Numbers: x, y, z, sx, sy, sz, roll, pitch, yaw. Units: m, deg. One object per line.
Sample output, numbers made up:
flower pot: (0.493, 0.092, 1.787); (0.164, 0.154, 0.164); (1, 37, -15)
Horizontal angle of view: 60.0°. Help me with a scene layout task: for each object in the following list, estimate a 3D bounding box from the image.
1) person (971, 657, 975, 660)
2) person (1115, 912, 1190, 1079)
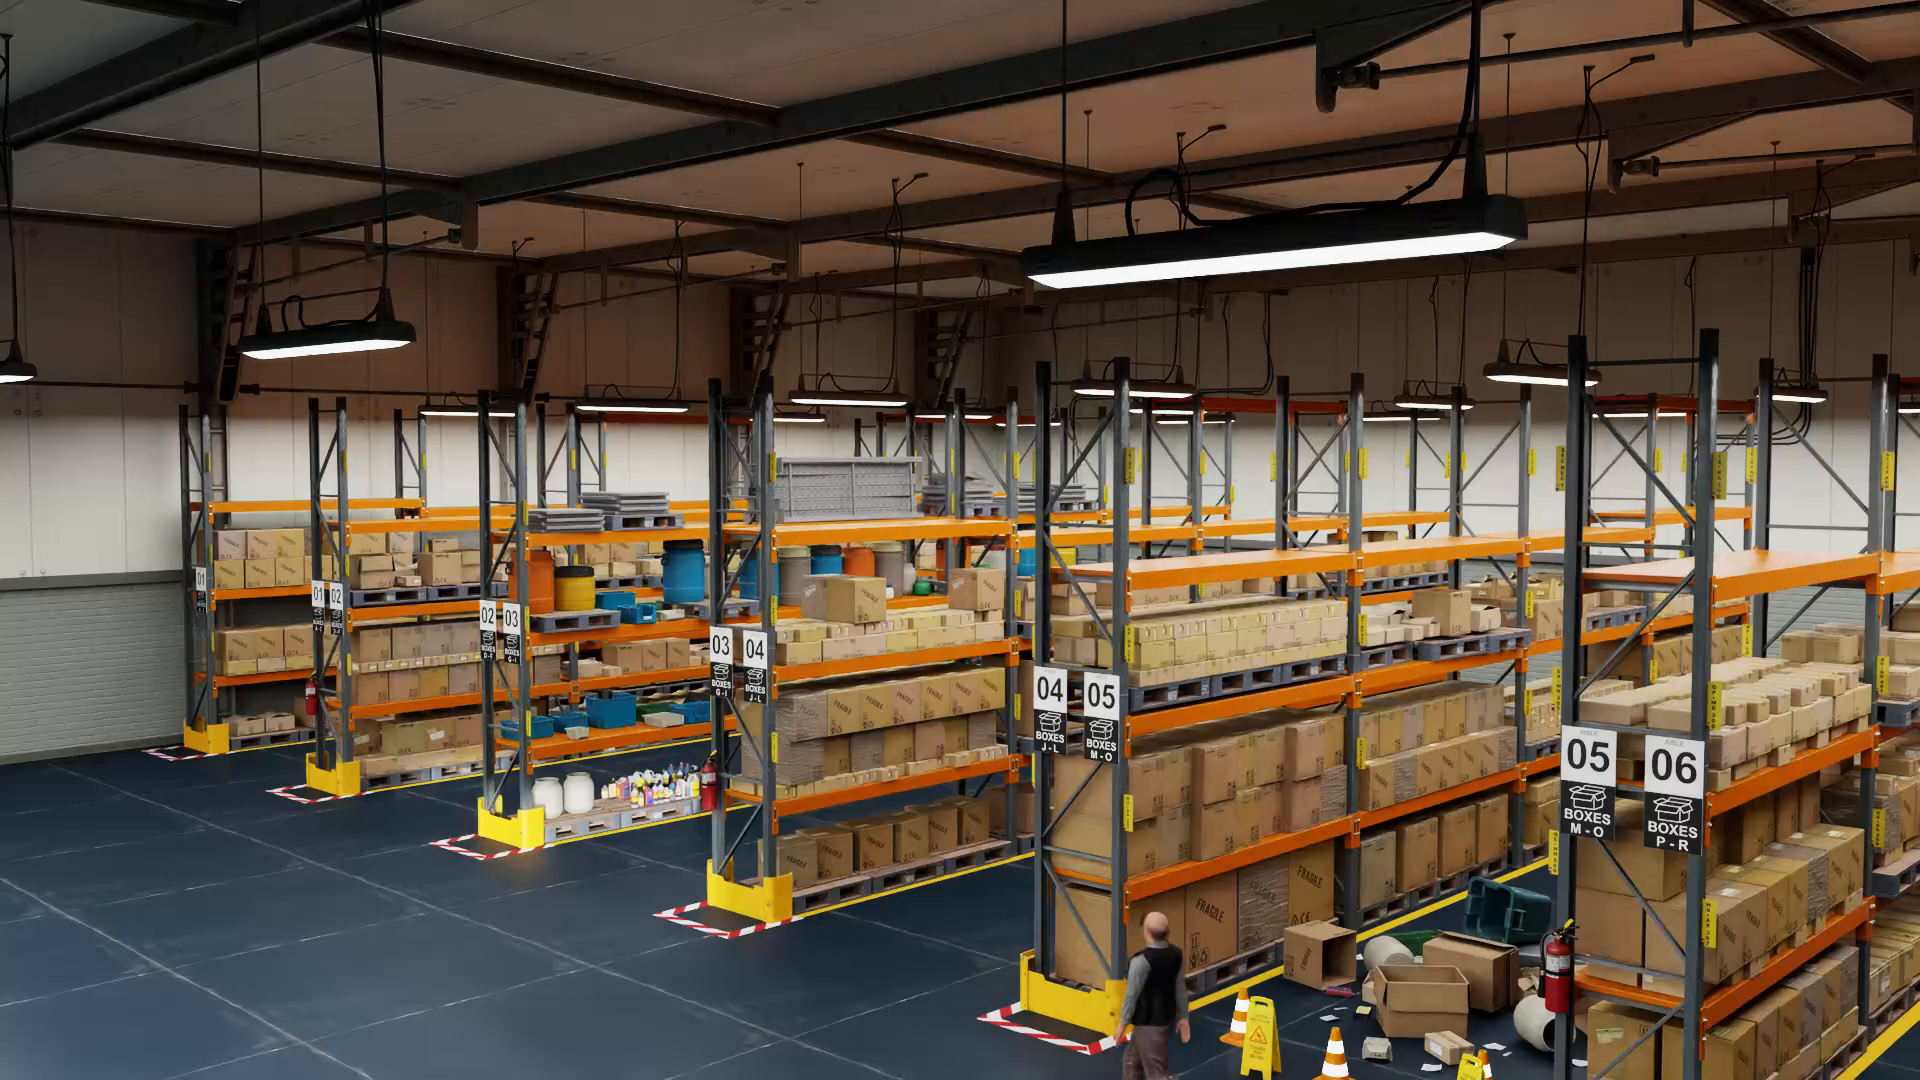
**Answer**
person: (0.616, 2.146, 40.627); (0.826, 1.751, 0.588); (3, 4, 42)
person: (1.463, 3.658, 12.580); (0.981, 1.696, 0.501); (1, 3, 21)
